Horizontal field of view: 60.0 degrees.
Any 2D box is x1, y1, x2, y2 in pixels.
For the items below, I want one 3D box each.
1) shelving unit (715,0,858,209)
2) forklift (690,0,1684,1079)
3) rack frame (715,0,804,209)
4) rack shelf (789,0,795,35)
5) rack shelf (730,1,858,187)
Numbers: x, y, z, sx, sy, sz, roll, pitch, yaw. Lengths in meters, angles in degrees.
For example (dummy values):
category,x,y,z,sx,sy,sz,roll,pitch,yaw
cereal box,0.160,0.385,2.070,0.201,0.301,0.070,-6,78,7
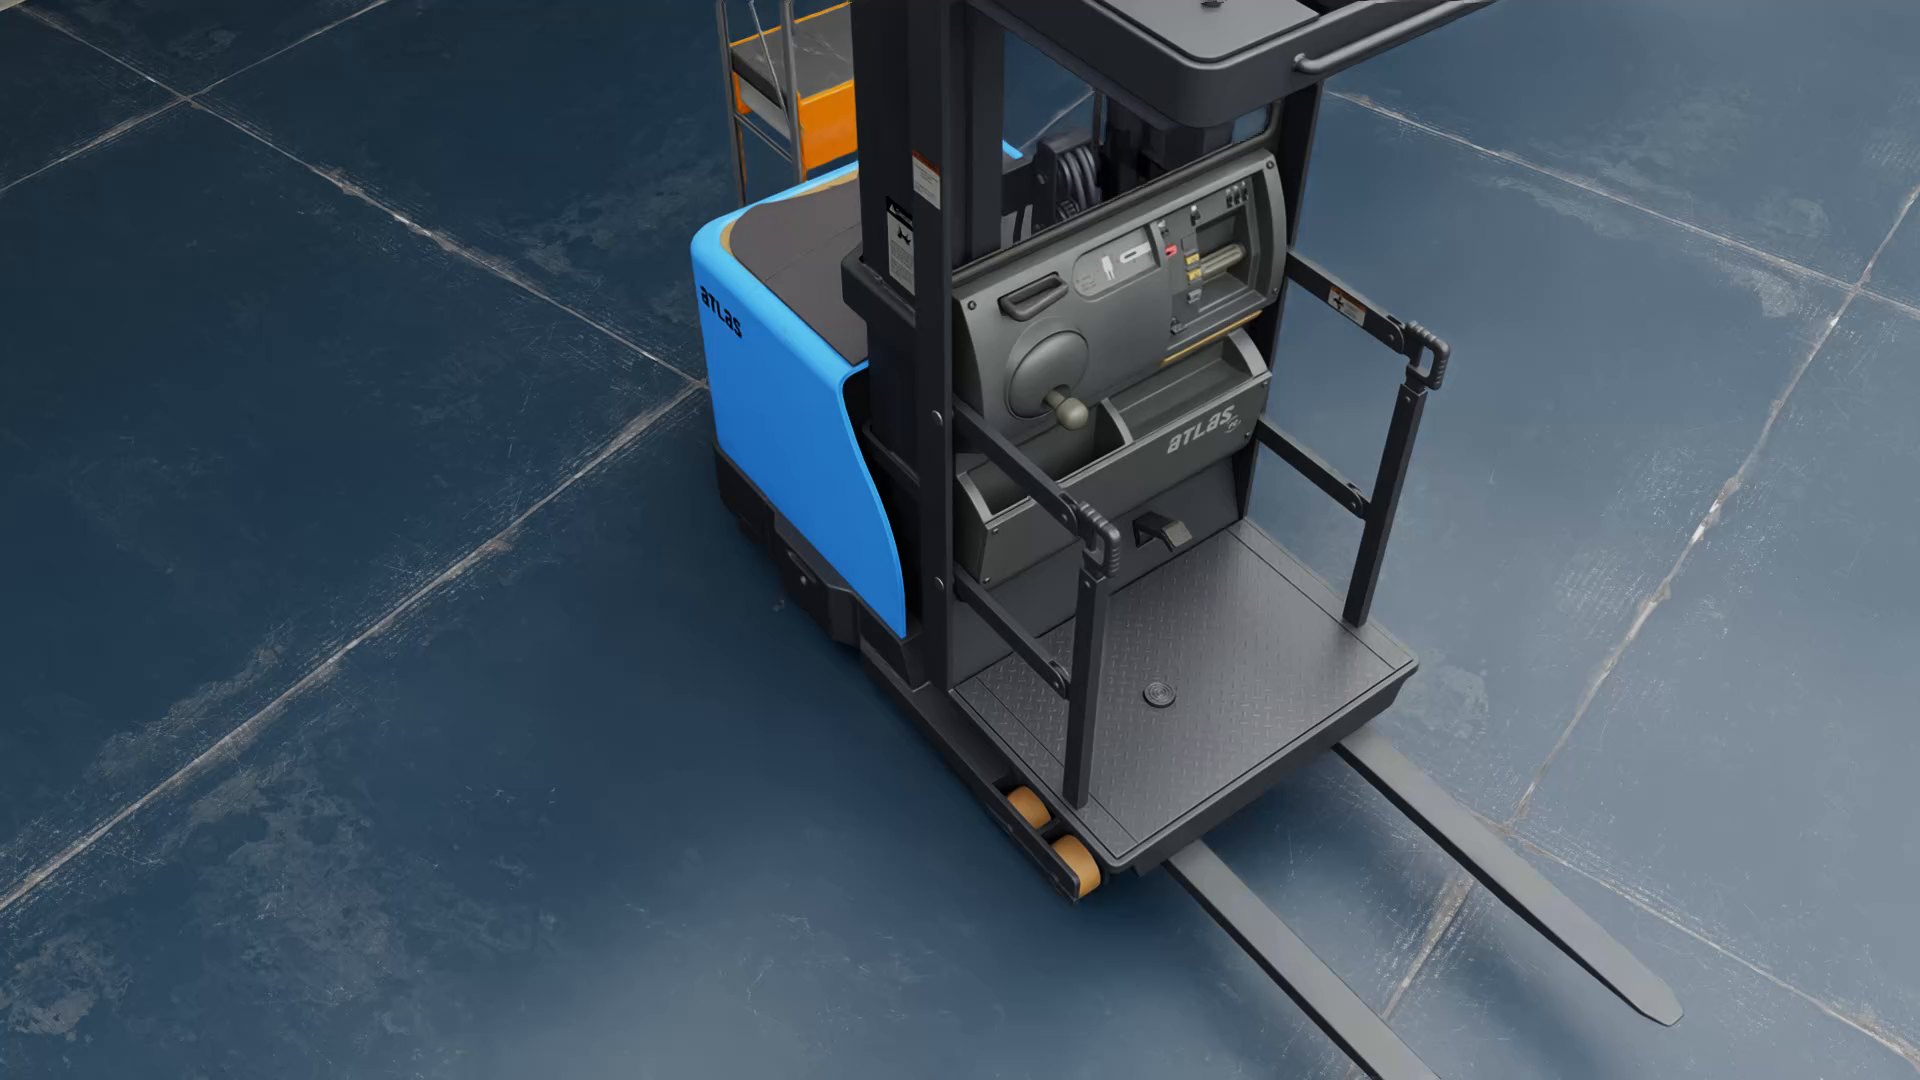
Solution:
category,x,y,z,sx,sy,sz,roll,pitch,yaw
shelving unit,-0.385,-1.297,5.037,0.503,2.100,0.431,-28,53,-24
forklift,0.521,-0.484,3.686,1.130,2.935,3.031,-28,53,-24
rack frame,-0.580,-1.191,4.936,0.015,2.100,0.400,-28,53,-24
rack shelf,-0.385,-1.771,4.541,0.480,0.518,0.431,-28,53,-24
rack shelf,-0.385,-1.288,5.047,0.480,0.518,0.431,-28,53,-24
